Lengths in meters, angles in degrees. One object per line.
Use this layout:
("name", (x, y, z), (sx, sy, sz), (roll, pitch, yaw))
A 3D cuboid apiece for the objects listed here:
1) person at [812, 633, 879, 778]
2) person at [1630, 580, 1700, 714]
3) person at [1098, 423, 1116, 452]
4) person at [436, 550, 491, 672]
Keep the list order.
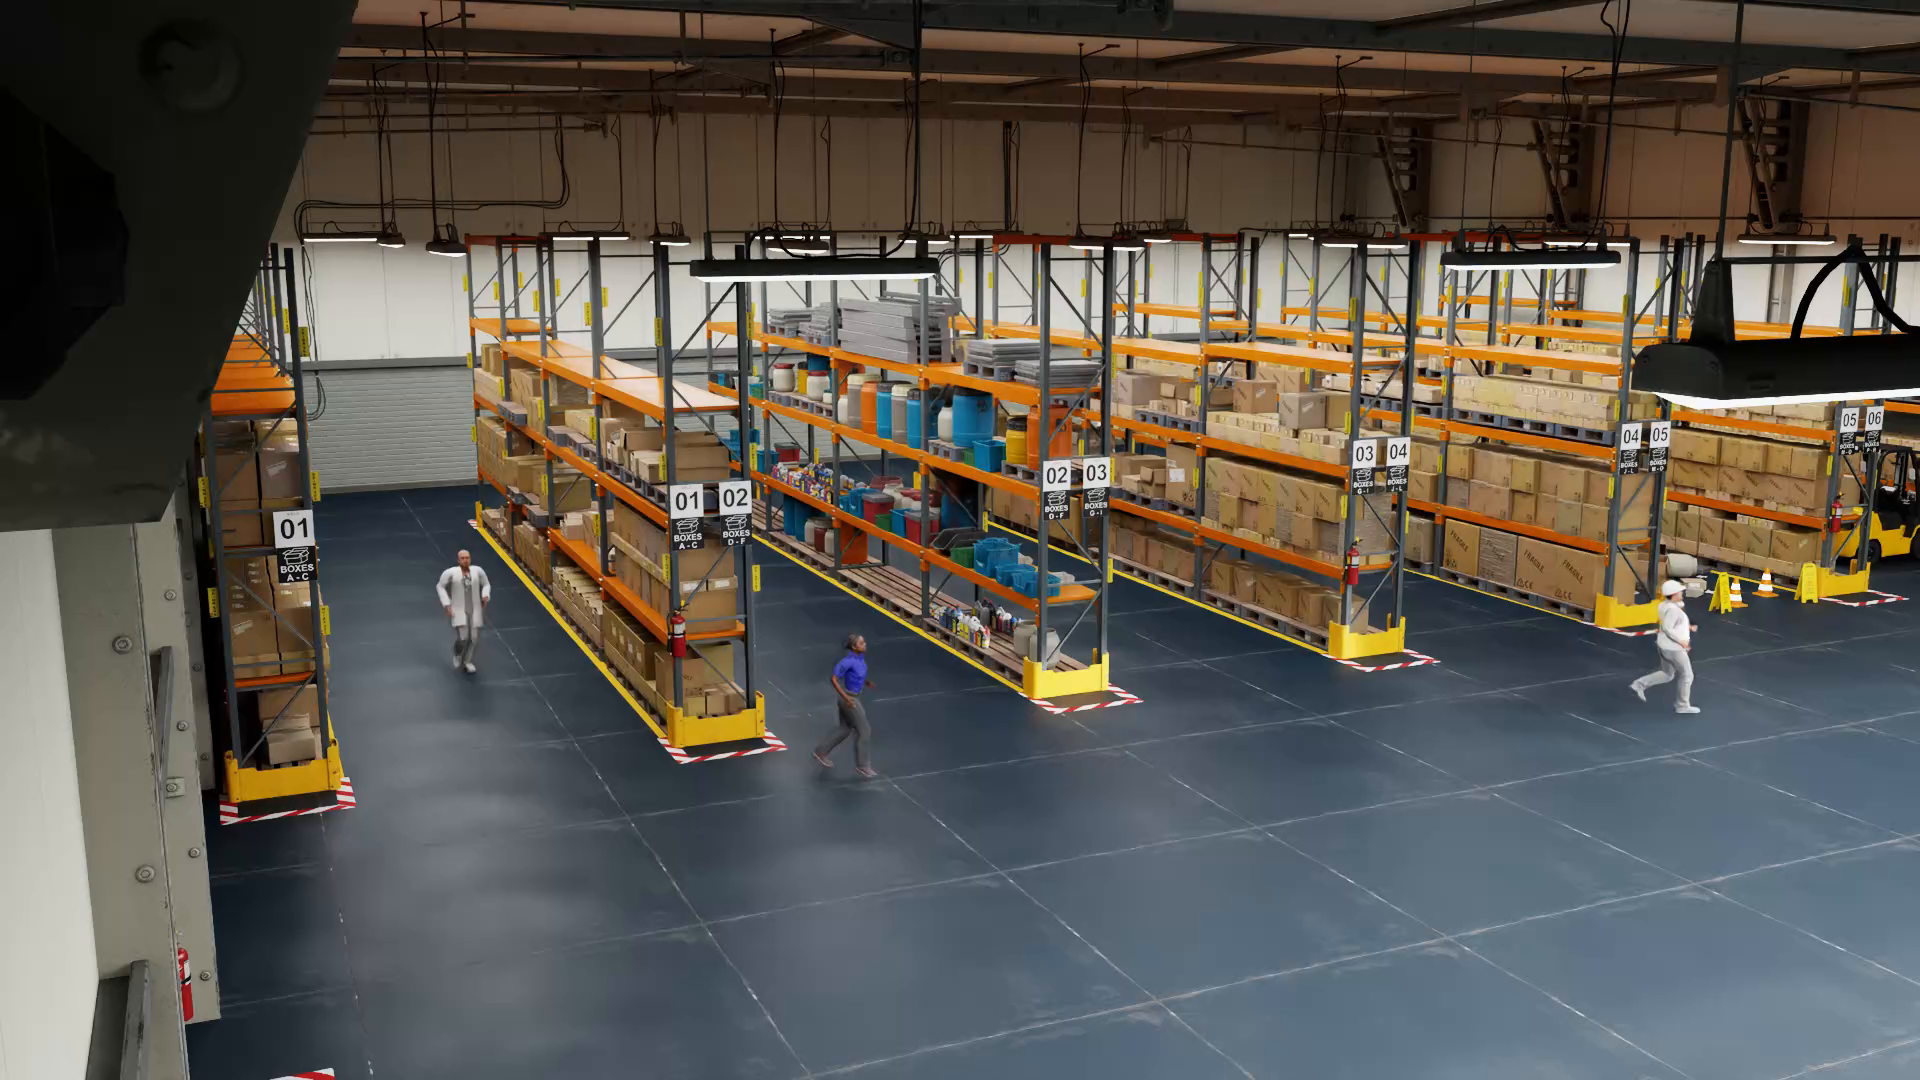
("person", (-1.302, 1.889, 19.092), (0.756, 1.701, 0.586), (1, 11, 5))
("person", (9.158, 1.377, 21.450), (0.860, 1.745, 0.669), (1, 11, 7))
("person", (3.298, -1.852, 38.030), (0.714, 1.729, 0.770), (-3, 11, -16))
("person", (-6.926, 1.001, 23.392), (0.722, 1.746, 0.628), (-7, 13, -32))
